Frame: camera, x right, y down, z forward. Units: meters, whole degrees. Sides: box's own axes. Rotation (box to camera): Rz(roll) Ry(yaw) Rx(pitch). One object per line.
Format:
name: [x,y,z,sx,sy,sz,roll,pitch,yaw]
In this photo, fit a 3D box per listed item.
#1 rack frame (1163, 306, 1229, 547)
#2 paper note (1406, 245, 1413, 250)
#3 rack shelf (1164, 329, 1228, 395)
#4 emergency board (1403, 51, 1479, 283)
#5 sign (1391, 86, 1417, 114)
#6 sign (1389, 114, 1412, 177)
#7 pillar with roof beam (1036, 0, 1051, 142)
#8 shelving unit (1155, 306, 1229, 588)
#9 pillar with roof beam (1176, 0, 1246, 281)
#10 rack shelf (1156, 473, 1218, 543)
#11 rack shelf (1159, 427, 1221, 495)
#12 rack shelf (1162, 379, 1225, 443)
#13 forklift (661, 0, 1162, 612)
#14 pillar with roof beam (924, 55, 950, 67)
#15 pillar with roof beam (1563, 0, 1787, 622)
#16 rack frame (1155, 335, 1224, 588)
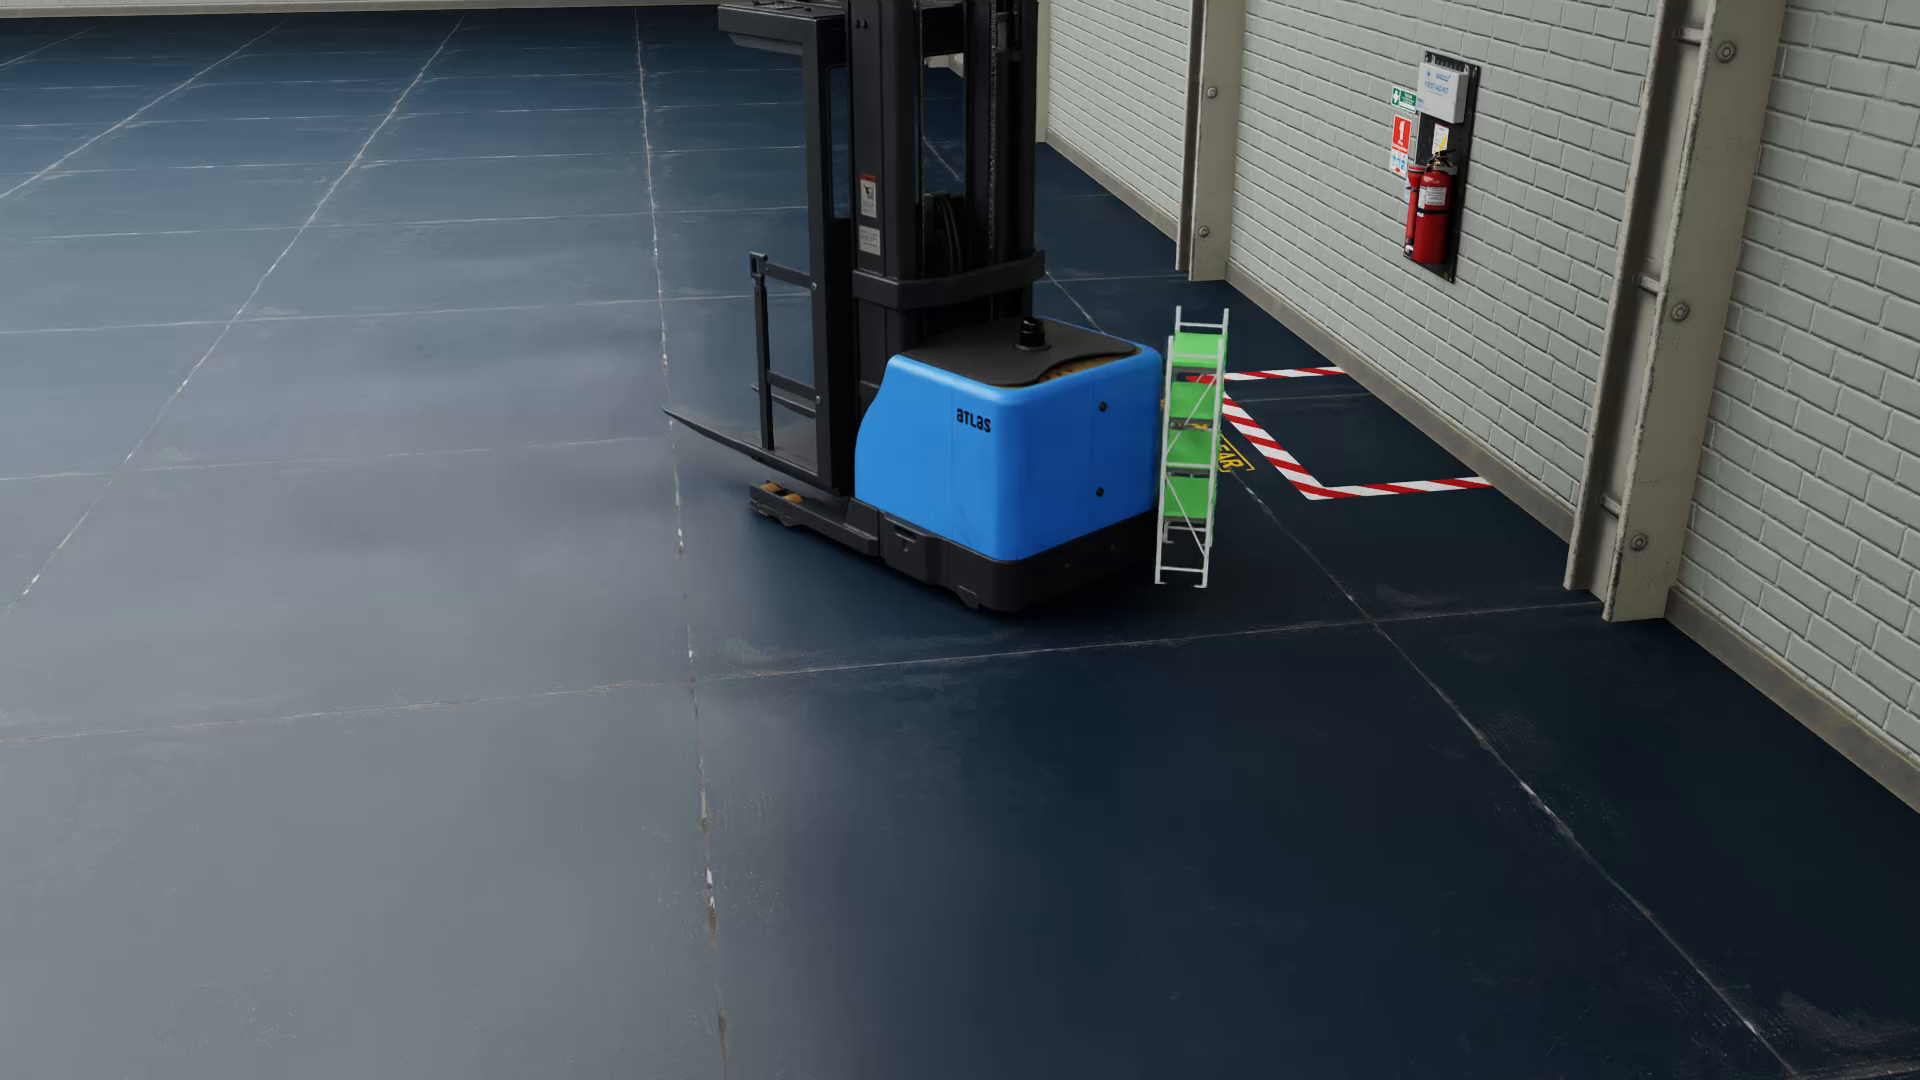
rack frame: [1.123,-0.529,7.960,0.240,1.200,0.015,5,24,10]
paper note: [2.619,-1.744,9.596,0.016,0.148,0.142,-4,24,-10]
rack shelf: [1.079,-0.814,7.574,0.258,0.148,0.480,5,24,10]
emergency board: [2.584,-2.073,9.249,0.194,1.169,0.643,-4,24,-10]
sign: [2.575,-2.555,9.645,0.001,0.109,0.331,-4,24,-10]
sign: [2.583,-2.314,9.757,0.001,0.329,0.234,-4,24,-10]
pillar with roof beam: [-3.446,-8.249,15.894,9.100,9.000,0.400,-4,24,-10]
shelving unit: [1.078,-0.433,7.741,0.258,1.200,0.503,5,24,10]
pillar with roof beam: [-2.337,-5.889,10.490,9.100,9.000,0.400,-4,24,-10]
rack shelf: [1.077,-0.155,7.863,0.258,0.148,0.480,5,24,10]
rack shelf: [1.078,-0.374,7.766,0.258,0.148,0.480,5,24,10]
rack shelf: [1.079,-0.594,7.670,0.258,0.148,0.480,5,24,10]
forklift: [-0.426,-1.531,8.093,1.130,2.935,3.031,-20,31,-38]
pillar with roof beam: [-4.556,-10.609,21.297,9.100,9.000,0.400,-4,24,-10]
pillar with roof beam: [-1.227,-3.529,5.086,9.100,9.000,0.400,-4,24,-10]
rack frame: [1.032,-0.337,7.521,0.240,1.200,0.015,5,24,10]
